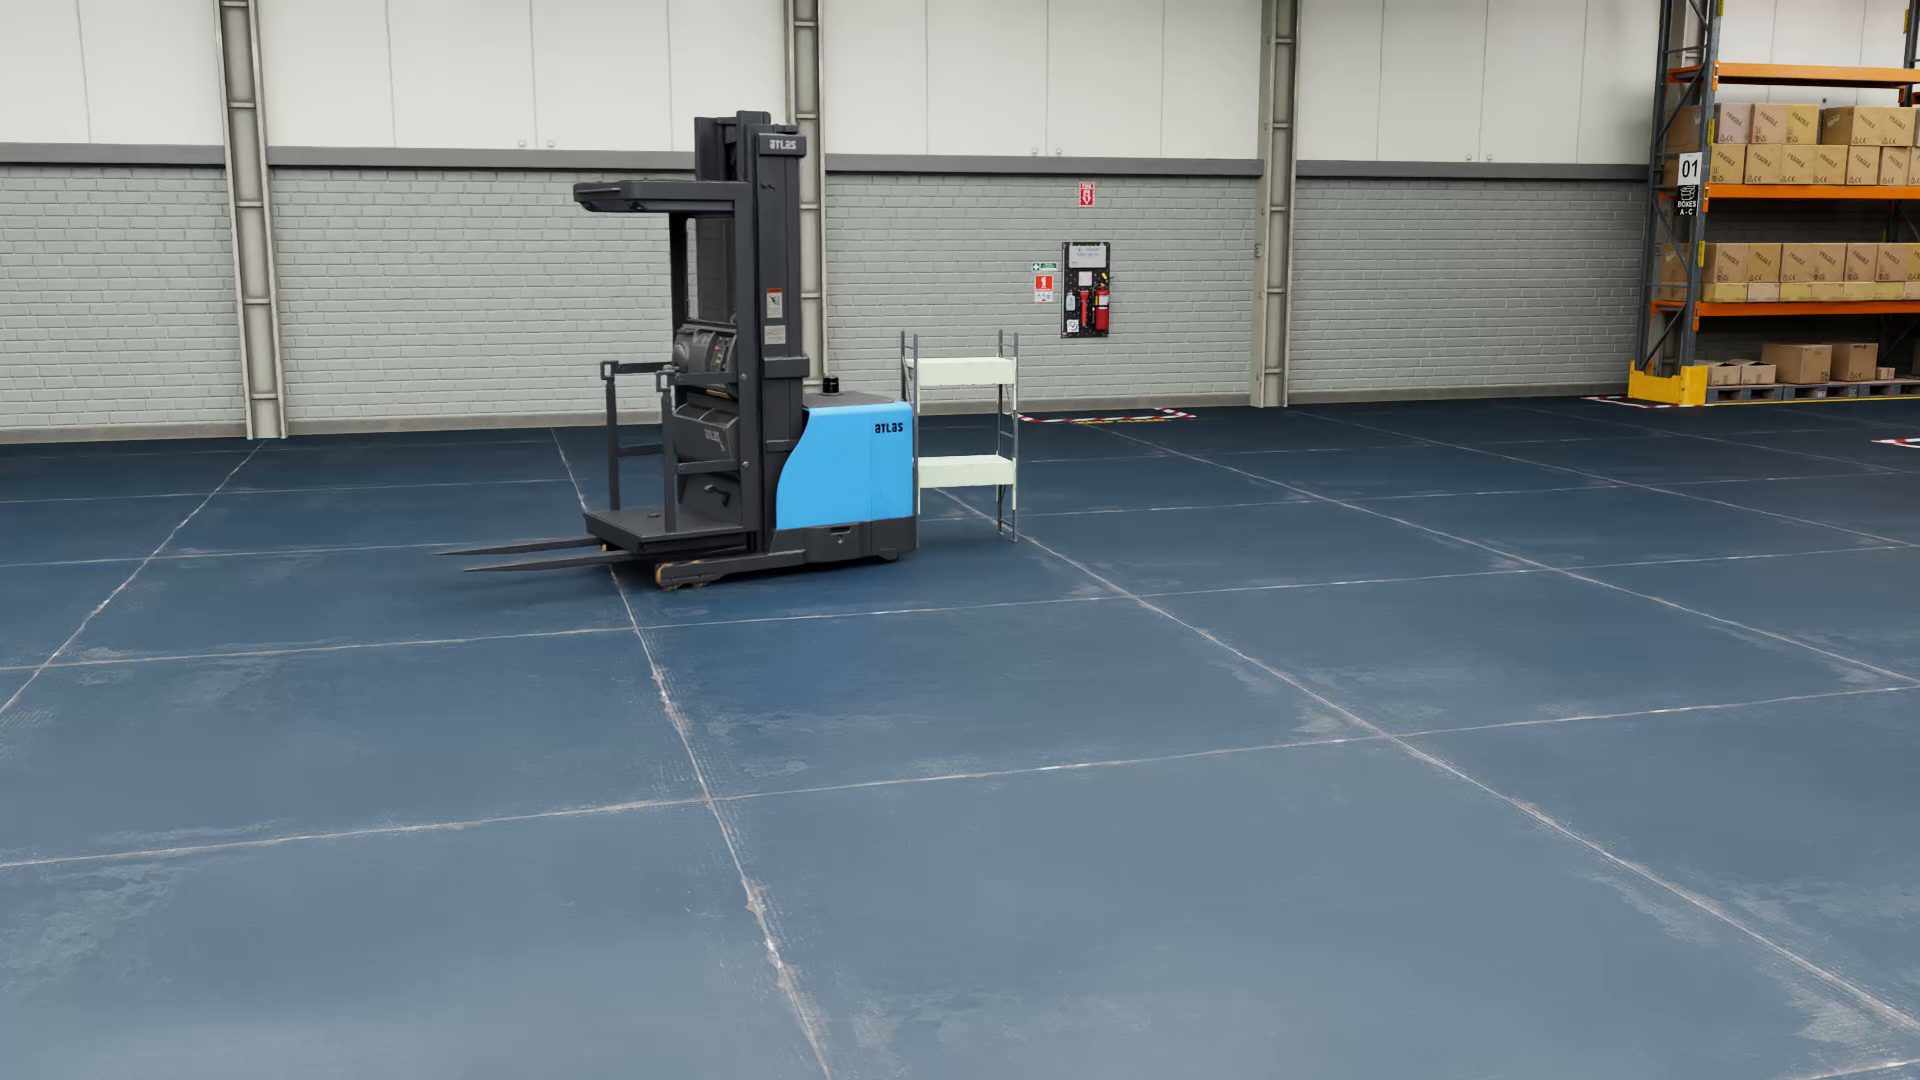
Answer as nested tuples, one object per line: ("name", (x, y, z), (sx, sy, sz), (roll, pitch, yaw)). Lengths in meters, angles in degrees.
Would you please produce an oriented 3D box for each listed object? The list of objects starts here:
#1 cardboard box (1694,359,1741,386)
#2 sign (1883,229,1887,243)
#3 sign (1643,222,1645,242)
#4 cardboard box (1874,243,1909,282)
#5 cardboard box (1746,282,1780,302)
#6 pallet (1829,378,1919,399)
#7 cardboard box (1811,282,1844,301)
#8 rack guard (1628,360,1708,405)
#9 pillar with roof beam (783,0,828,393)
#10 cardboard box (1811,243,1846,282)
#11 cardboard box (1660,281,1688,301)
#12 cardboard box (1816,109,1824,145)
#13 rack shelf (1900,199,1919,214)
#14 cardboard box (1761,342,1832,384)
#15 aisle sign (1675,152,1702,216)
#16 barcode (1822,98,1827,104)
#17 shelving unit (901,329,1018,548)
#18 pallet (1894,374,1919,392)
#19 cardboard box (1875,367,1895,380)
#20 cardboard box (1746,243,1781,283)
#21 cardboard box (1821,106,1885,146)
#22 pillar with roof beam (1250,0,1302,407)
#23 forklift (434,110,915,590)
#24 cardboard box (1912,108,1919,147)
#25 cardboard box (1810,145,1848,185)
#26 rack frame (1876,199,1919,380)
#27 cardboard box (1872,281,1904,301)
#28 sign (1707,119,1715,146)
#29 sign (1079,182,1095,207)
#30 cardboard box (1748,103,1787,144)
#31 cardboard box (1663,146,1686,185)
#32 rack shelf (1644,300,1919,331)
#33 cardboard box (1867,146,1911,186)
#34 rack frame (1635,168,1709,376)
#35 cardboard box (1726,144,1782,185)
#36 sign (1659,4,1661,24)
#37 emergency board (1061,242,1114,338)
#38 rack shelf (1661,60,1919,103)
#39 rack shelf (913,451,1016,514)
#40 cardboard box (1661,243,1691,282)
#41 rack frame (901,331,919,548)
("cardboard box", (9.995, -2.236, 22.120), (0.500, 0.311, 0.500), (-4, 11, -22))
("sign", (12.988, -4.191, 23.329), (0.005, 0.325, 0.100), (-3, 11, -16))
("sign", (9.170, -4.145, 22.207), (0.005, 0.325, 0.100), (-3, 11, -16))
("cardboard box", (12.301, -3.726, 22.290), (0.500, 0.500, 0.500), (-3, 11, -16))
("cardboard box", (10.357, -3.257, 21.813), (0.500, 0.250, 0.500), (-3, 11, -18))
("pallet", (12.511, -2.114, 22.945), (1.213, 0.211, 1.003), (-3, 11, -16))
("cardboard box", (11.334, -3.307, 22.085), (0.500, 0.250, 0.500), (-3, 11, -15))
("rack guard", (9.378, -2.097, 22.058), (0.348, 0.500, 1.175), (-3, 11, -16))
("pillar with roof beam", (-0.583, -5.103, 14.913), (0.400, 9.000, 9.100), (-3, 11, -16))
("cardboard box", (11.315, -3.676, 22.018), (0.500, 0.500, 0.500), (-3, 11, -14))
("cardboard box", (9.700, -3.316, 22.134), (0.500, 0.250, 0.500), (-3, 11, -15))
("cardboard box", (11.132, -5.491, 22.210), (0.500, 0.500, 0.500), (-3, 11, -16))
("rack shelf", (15.066, -4.748, 23.254), (4.000, 0.370, 1.077), (-3, 11, -16))
("cardboard box", (11.261, -2.386, 22.414), (0.500, 0.500, 0.700), (-4, 11, -20))
("aisle sign", (9.320, -4.546, 21.273), (0.004, 0.787, 0.394), (-3, 11, -16))
("barcode", (11.691, -5.939, 22.491), (0.075, 0.075, 0.001), (-3, 11, -16))
("shelving unit", (-0.006, -0.737, 11.909), (0.755, 1.500, 0.431), (-3, 11, -16))
("pallet", (13.893, -2.193, 23.378), (1.213, 0.211, 1.003), (-3, 11, -16))
("cardboard box", (12.641, -2.316, 22.952), (0.250, 0.166, 0.380), (-5, 11, -23))
("cardboard box", (10.325, -3.623, 21.729), (0.500, 0.500, 0.500), (-3, 11, -16))
("cardboard box", (11.719, -5.421, 21.830), (0.500, 0.500, 0.500), (-3, 11, -18))
("pillar with roof beam", (5.178, -5.407, 16.563), (0.400, 9.000, 9.100), (-3, 11, -16))
("forklift", (-1.829, -1.238, 10.675), (3.031, 2.935, 1.130), (-6, 12, -31))
("cardboard box", (12.741, -5.479, 22.144), (0.500, 0.500, 0.500), (-4, 11, -21))
("cardboard box", (11.228, -4.909, 21.812), (0.500, 0.500, 0.500), (-2, 11, -12))
("rack frame", (13.146, -3.525, 22.911), (0.127, 3.000, 1.000), (-3, 11, -16))
("cardboard box", (12.295, -3.361, 22.377), (0.500, 0.250, 0.500), (-3, 11, -16))
("sign", (9.457, -5.134, 20.948), (0.005, 0.325, 0.100), (-3, 11, -16))
("sign", (1.556, -4.244, 20.410), (0.199, 0.298, 0.001), (-3, 11, -16))
("cardboard box", (10.239, -5.343, 21.405), (0.500, 0.500, 0.500), (-3, 11, -17))
("cardboard box", (9.635, -4.922, 21.882), (0.500, 0.500, 0.500), (-2, 11, -12))
("rack shelf", (11.226, -3.070, 22.426), (4.000, 0.370, 1.077), (-3, 11, -16))
("cardboard box", (12.241, -4.968, 22.129), (0.500, 0.500, 0.500), (-4, 11, -21))
("rack frame", (9.306, -3.323, 21.811), (0.127, 3.000, 1.000), (-3, 11, -16))
("cardboard box", (10.222, -4.851, 21.498), (0.500, 0.500, 0.500), (-2, 11, -12))
("sign", (9.170, -6.908, 21.699), (0.005, 0.325, 0.100), (-3, 11, -16))
("emergency board", (1.592, -3.087, 20.528), (0.643, 1.169, 0.194), (-3, 11, -16))
("rack shelf", (11.226, -6.019, 21.883), (4.000, 0.370, 1.077), (-3, 11, -16))
("rack shelf", (-0.006, -0.417, 11.968), (0.720, 0.370, 0.431), (-3, 11, -16))
("cardboard box", (9.699, -3.688, 22.085), (0.500, 0.500, 0.500), (-3, 11, -17))
("rack frame", (-0.358, -0.719, 11.808), (0.023, 1.500, 0.400), (-3, 11, -16))
